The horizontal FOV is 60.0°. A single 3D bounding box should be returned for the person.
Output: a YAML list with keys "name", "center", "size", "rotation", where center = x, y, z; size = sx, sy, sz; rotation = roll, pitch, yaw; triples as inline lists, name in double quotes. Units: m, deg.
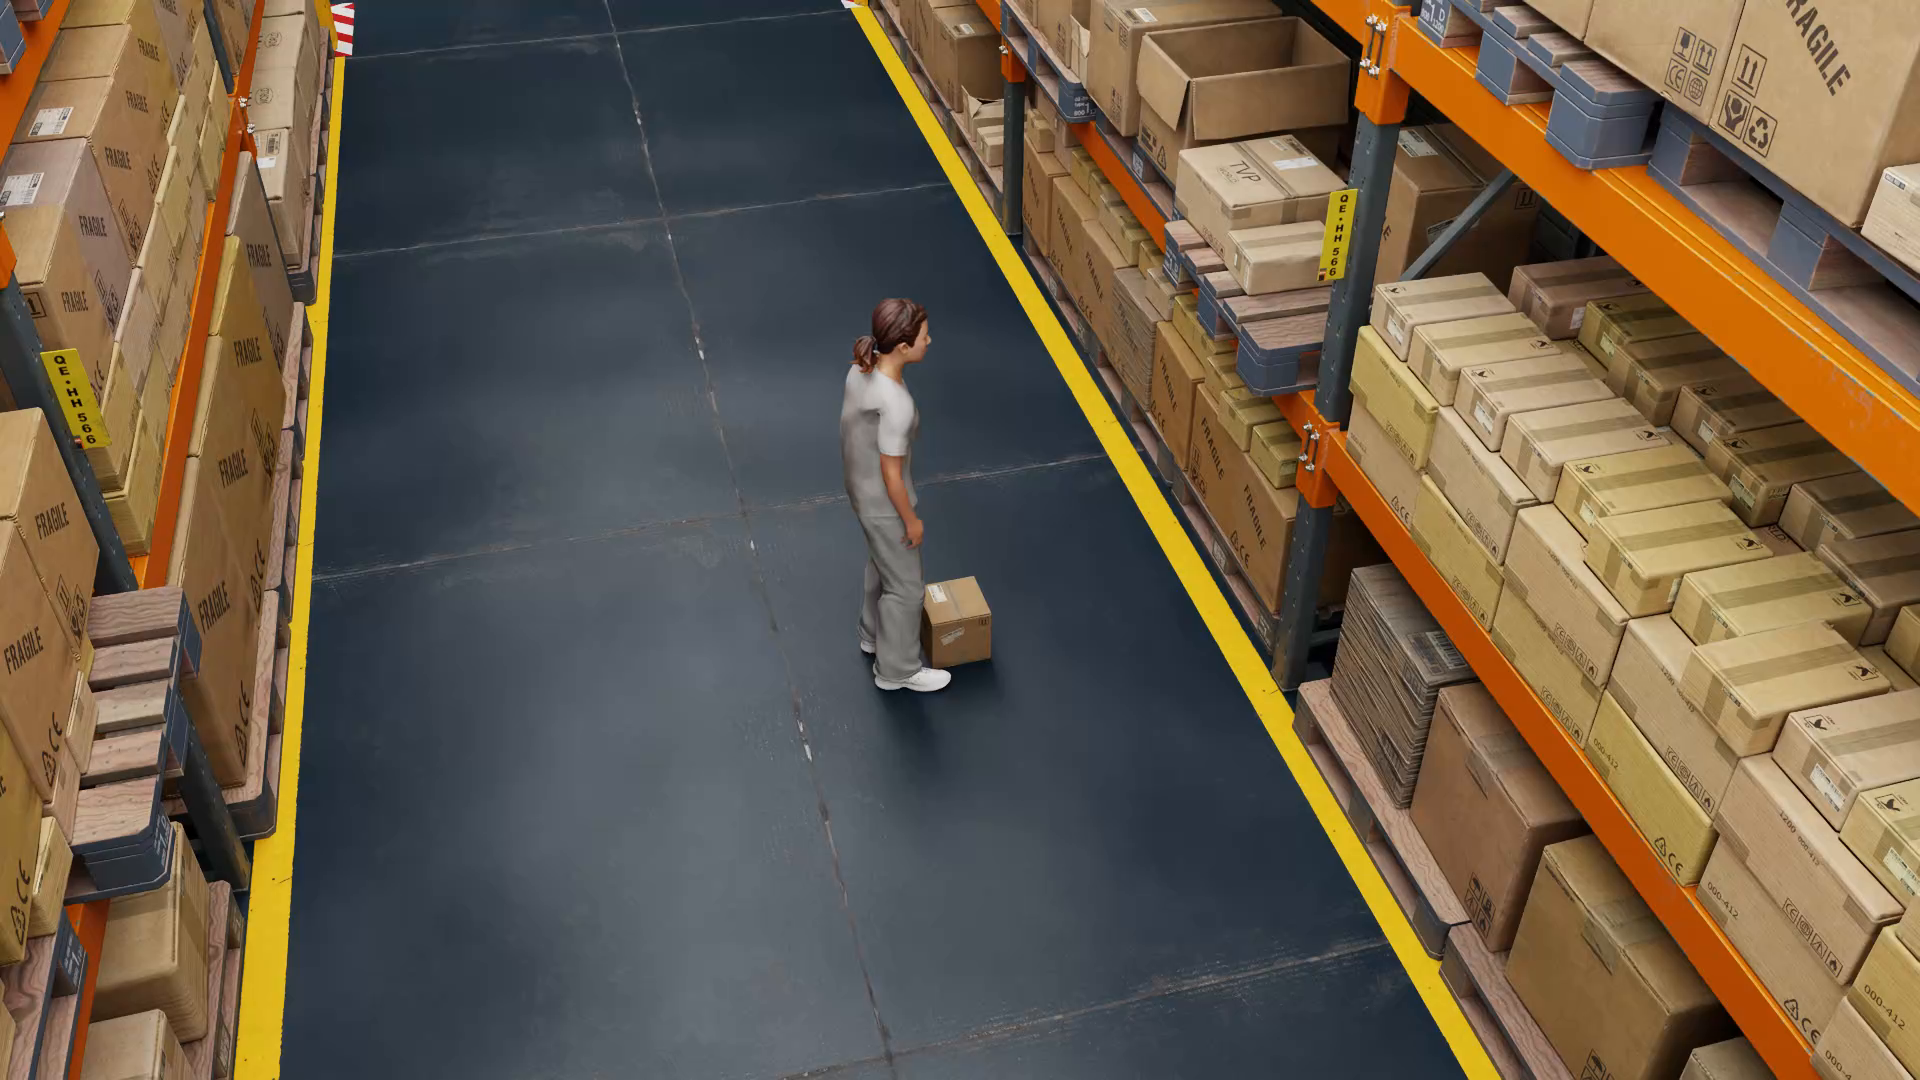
- name: "person"
  center: [-0.261, -0.171, 6.369]
  size: [0.355, 1.673, 0.489]
  rotation: [-9, 39, -12]
